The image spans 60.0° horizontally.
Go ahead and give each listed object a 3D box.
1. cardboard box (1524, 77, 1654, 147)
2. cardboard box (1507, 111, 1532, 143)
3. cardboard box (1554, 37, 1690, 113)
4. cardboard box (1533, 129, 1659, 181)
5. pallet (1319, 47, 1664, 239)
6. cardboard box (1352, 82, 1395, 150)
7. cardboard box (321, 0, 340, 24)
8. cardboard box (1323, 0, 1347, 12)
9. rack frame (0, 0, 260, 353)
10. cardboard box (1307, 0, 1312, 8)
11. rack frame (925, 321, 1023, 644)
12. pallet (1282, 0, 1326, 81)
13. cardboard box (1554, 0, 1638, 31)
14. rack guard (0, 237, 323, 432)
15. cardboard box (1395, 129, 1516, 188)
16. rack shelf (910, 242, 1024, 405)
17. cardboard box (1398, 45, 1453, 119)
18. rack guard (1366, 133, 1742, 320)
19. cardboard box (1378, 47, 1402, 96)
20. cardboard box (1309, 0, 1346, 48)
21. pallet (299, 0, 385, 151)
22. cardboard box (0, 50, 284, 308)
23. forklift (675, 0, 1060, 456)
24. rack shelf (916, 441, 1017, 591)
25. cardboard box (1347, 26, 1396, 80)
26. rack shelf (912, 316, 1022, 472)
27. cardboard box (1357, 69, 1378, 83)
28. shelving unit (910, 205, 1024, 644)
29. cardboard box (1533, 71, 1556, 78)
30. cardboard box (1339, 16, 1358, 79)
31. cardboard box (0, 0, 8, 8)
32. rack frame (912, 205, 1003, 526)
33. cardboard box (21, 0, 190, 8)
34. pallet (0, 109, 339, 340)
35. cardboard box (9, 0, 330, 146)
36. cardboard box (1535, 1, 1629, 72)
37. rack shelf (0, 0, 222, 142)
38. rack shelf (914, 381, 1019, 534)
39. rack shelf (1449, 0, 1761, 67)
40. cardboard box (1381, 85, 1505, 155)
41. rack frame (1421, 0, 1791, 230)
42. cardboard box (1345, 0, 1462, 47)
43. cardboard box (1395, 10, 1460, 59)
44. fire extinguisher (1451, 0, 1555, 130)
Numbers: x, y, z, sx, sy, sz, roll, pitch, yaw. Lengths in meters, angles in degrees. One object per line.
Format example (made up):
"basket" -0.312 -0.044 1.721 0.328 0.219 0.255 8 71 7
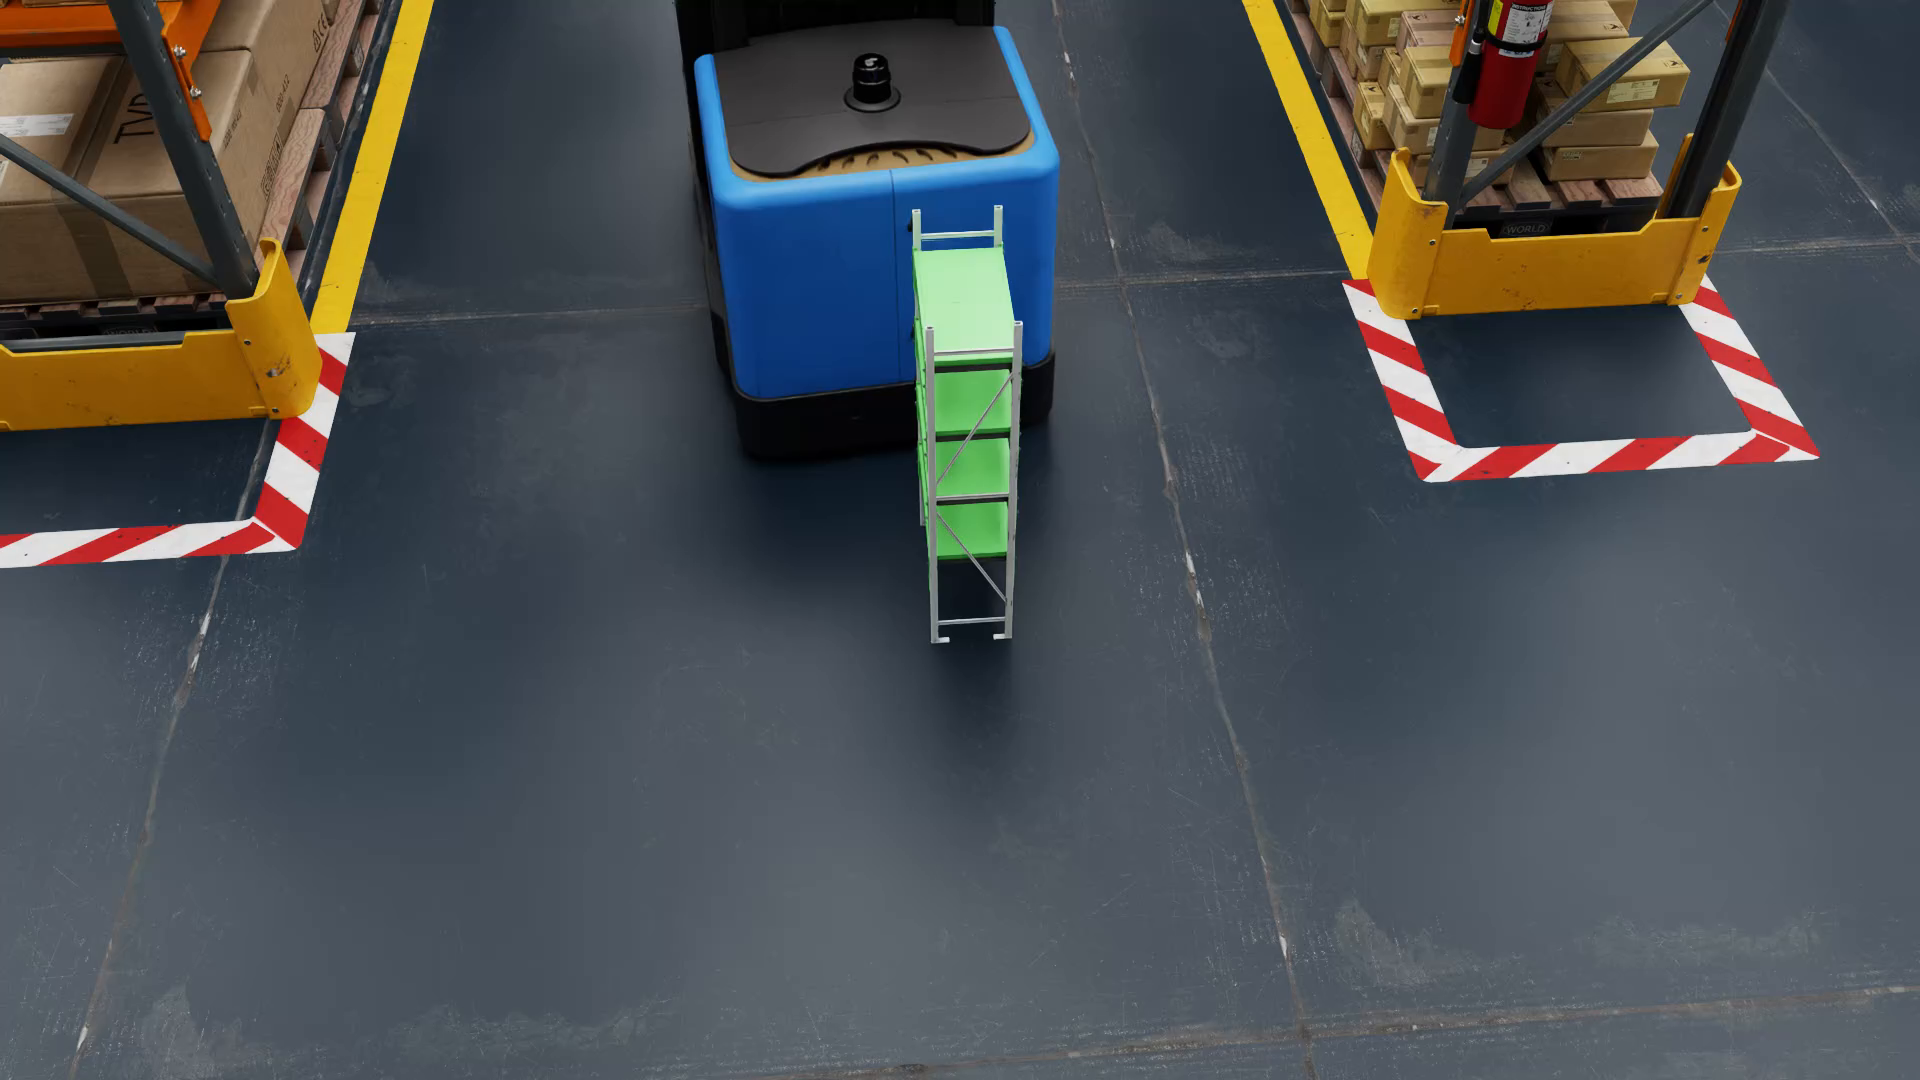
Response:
"cardboard box" 2.324 -1.589 6.158 0.380 0.149 0.250 -2 47 -2
"cardboard box" 2.284 -1.674 6.444 0.380 0.149 0.250 -4 47 -3
"cardboard box" 2.407 -1.696 6.055 0.380 0.149 0.250 -5 47 -5
"cardboard box" 2.387 -1.490 6.270 0.380 0.149 0.250 -3 47 -2
"pallet" 2.073 -1.614 6.633 1.003 0.211 1.213 -3 47 -3
"cardboard box" 1.738 -1.640 6.411 0.380 0.149 0.250 -2 47 -2
"cardboard box" -3.126 -2.602 7.124 0.875 0.438 0.875 -5 47 -4
"cardboard box" 1.682 -2.308 6.839 0.380 0.149 0.250 -3 47 -3
"rack frame" -2.812 -1.553 4.655 1.000 3.000 0.127 -3 47 -3
"cardboard box" 1.681 -2.394 7.125 0.380 0.149 0.250 -3 47 -3
"rack frame" 0.034 -0.116 4.534 0.240 1.200 0.015 -3 47 -3
"pallet" 1.974 -2.494 7.467 1.003 0.211 1.213 -3 47 -3
"cardboard box" 2.370 -2.078 6.417 0.380 0.149 0.250 -4 47 -3
"rack guard" -2.810 -0.677 5.546 1.175 0.500 0.348 -3 47 -3
"cardboard box" 1.860 -1.460 6.241 0.380 0.149 0.250 -3 47 -3
"rack shelf" 0.014 -0.579 4.399 0.258 0.148 0.480 -3 47 -3
"cardboard box" 1.815 -1.664 6.024 0.380 0.149 0.250 -3 47 -3
"rack guard" 2.106 -1.123 5.969 1.175 0.500 0.348 -3 47 -3
"cardboard box" 1.815 -1.751 6.312 0.380 0.149 0.250 -4 47 -4
"cardboard box" 1.684 -2.195 6.937 0.380 0.149 0.250 -5 47 -5
"pallet" -3.056 -2.049 7.045 1.003 0.211 1.213 -3 47 -3
"cardboard box" -2.967 -1.288 5.880 0.875 0.438 0.875 -5 47 -5
"forklift" -0.470 -2.368 5.474 1.130 2.935 3.031 -8 47 -7
"rack shelf" 0.014 -0.084 4.922 0.258 0.148 0.480 -3 47 -3
"cardboard box" 1.738 -1.934 6.485 0.380 0.149 0.250 -5 47 -5
"rack shelf" 0.014 -0.414 4.573 0.258 0.148 0.480 -3 47 -3
"cardboard box" 1.801 -1.836 6.597 0.380 0.149 0.250 -4 47 -3
"shelving unit" 0.014 -0.293 4.701 0.258 1.200 0.503 -3 47 -3
"cardboard box" 2.357 -1.790 6.349 0.380 0.149 0.250 -4 47 -3
"cardboard box" 1.768 -2.014 6.766 0.380 0.149 0.250 -3 47 -3
"cardboard box" -3.116 -1.921 4.934 0.500 0.500 0.500 -3 47 -3
"rack frame" -0.007 -0.469 4.868 0.240 1.200 0.015 -3 47 -3
"cardboard box" -2.566 -1.953 4.964 0.500 0.500 0.500 -4 47 -4
"pallet" -2.957 -1.168 6.211 1.003 0.211 1.213 -3 47 -3
"cardboard box" -3.052 -1.950 6.506 0.875 0.438 0.875 -2 47 -2
"cardboard box" 2.264 -1.888 6.237 0.380 0.149 0.250 -3 47 -3
"rack shelf" -2.980 -2.753 6.287 1.077 0.370 4.000 -3 47 -3
"rack shelf" 0.014 -0.249 4.747 0.258 0.148 0.480 -3 47 -3
"rack shelf" 1.945 -3.127 6.641 1.077 0.370 4.000 -3 47 -3
"cardboard box" 1.783 -1.558 6.129 0.380 0.149 0.250 -5 47 -4
"rack frame" 2.112 -1.927 5.010 1.000 3.000 0.127 -3 47 -3
"cardboard box" 1.703 -2.029 6.370 0.380 0.149 0.250 -4 47 -4
"cardboard box" 1.851 -1.849 6.200 0.380 0.149 0.250 -3 47 -3
"fire extinguisher" 1.673 -1.562 4.974 0.296 0.674 0.183 -3 47 -3
